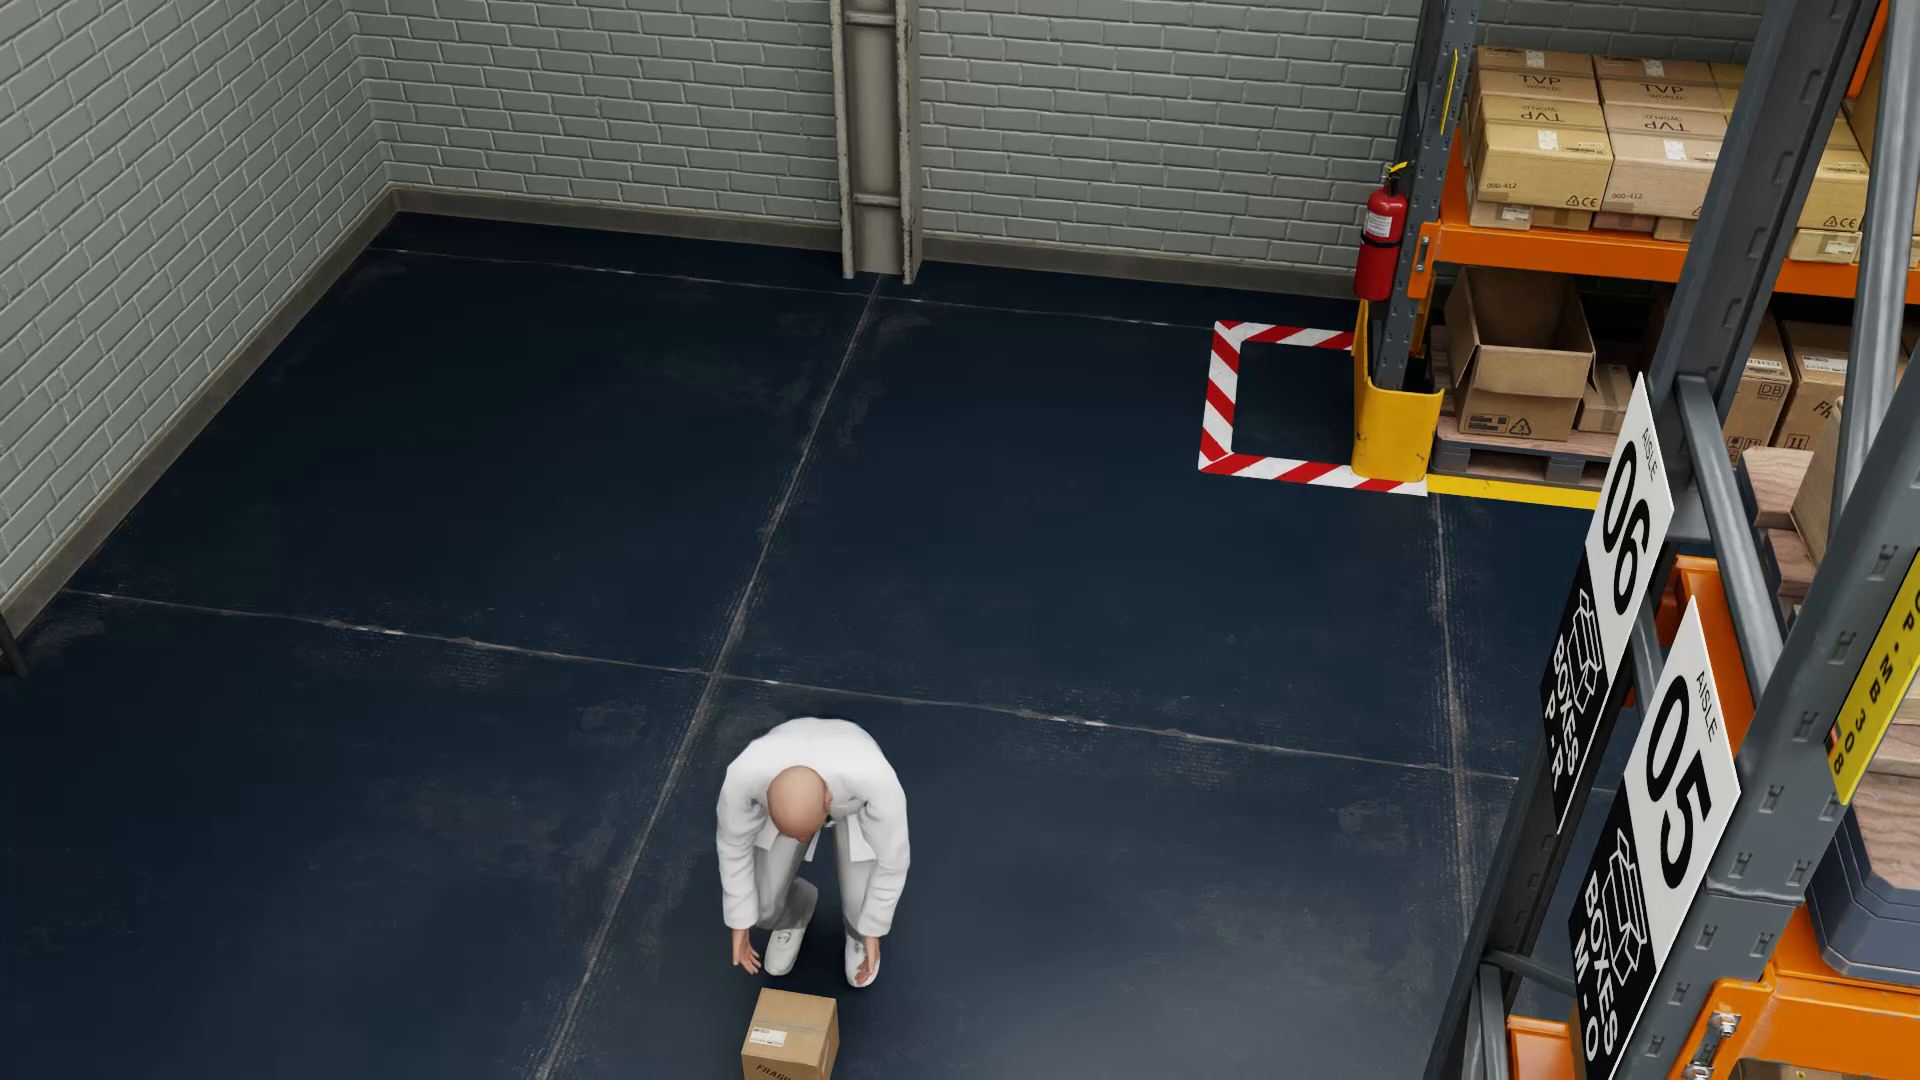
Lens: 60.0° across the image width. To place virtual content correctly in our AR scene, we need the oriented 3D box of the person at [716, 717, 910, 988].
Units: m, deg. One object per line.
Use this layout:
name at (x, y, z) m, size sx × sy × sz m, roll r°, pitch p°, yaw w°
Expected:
person at (-0.443, 0.983, 5.405) m, size 0.632 × 1.256 × 0.793 m, roll 6°, pitch 40°, yaw 8°
